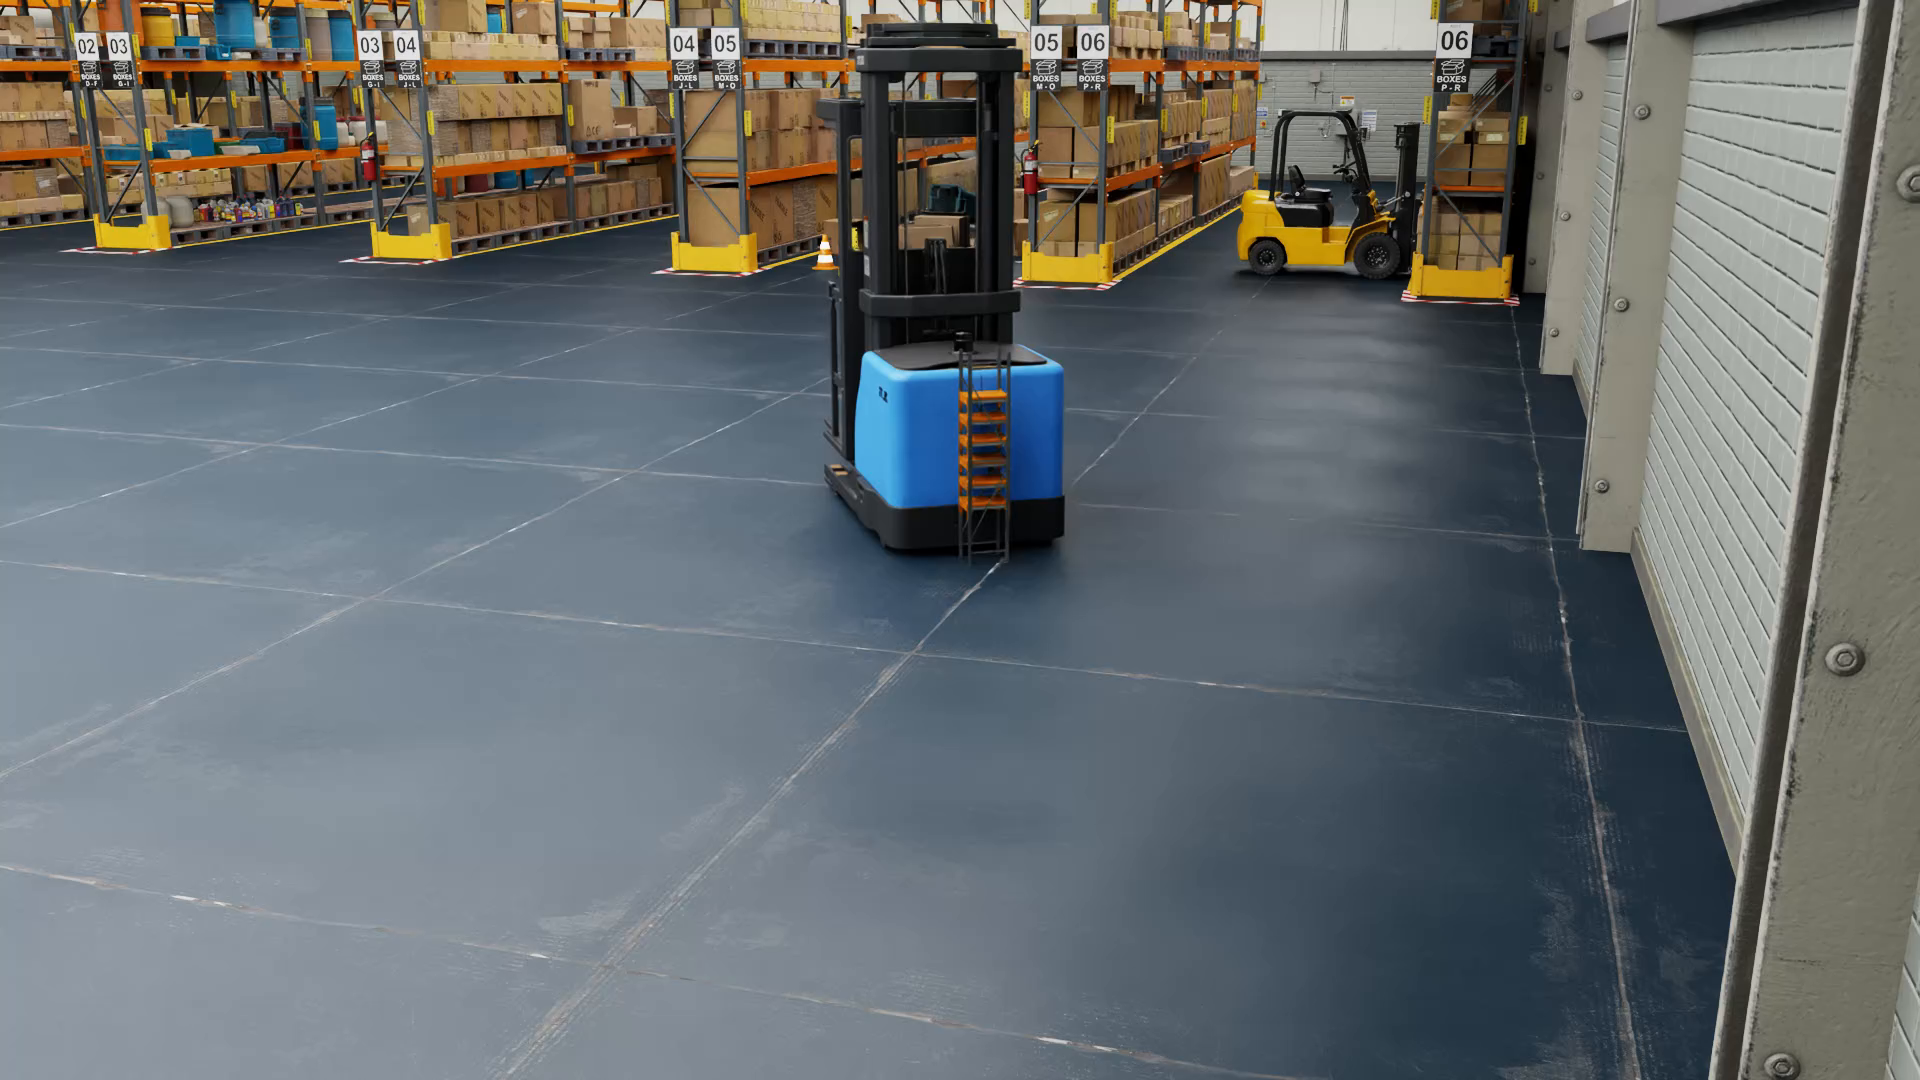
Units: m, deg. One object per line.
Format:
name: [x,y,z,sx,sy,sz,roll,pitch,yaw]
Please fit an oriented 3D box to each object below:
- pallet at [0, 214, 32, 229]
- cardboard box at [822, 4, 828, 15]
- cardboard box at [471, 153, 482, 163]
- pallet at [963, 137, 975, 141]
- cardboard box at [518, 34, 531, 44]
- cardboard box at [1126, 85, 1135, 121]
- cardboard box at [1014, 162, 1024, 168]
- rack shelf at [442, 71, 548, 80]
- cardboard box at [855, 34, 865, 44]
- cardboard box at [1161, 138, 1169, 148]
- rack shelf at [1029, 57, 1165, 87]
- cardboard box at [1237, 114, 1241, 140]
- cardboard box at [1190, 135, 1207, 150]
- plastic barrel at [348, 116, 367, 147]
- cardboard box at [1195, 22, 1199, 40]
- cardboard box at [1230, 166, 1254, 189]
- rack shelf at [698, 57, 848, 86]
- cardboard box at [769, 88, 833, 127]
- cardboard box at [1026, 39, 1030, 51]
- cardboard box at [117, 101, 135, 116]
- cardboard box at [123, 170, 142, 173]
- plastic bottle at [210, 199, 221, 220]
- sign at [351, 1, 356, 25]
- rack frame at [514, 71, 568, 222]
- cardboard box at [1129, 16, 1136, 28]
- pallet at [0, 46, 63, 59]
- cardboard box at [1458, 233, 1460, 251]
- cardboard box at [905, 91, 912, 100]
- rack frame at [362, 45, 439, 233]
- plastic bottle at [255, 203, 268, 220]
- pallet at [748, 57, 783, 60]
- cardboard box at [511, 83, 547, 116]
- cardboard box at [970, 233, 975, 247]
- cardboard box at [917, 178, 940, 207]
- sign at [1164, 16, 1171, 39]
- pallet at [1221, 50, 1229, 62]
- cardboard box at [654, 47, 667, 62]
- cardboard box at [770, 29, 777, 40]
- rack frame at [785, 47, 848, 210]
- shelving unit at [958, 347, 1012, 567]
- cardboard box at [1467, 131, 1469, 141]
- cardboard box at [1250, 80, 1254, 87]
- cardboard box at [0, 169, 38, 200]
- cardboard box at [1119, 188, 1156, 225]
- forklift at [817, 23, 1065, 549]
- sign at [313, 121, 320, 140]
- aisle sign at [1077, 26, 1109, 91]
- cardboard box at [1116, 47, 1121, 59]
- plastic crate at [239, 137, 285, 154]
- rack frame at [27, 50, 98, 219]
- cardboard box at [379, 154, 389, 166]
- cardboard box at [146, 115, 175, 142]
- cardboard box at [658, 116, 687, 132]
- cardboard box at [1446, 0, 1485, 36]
pallet: [-17.084,-5.559,29.042,1.003,0.211,1.213,5,16,16]
cardboard box: [-2.192,-7.949,24.907,0.380,0.149,0.250,5,16,16]
cardboard box: [-7.500,-5.805,25.259,0.380,0.149,0.250,5,16,16]
pallet: [-0.333,-8.057,33.091,1.003,0.211,1.213,5,16,16]
cardboard box: [-6.997,-7.902,26.240,0.380,0.149,0.250,4,16,14]
cardboard box: [2.192,-6.462,24.554,0.700,0.500,0.500,4,16,15]
cardboard box: [1.253,-8.343,37.113,0.380,0.149,0.250,5,17,17]
rack shelf: [-10.020,-9.707,34.378,1.077,0.370,4.000,5,16,16]
cardboard box: [-1.717,-8.070,26.794,0.250,0.149,0.380,5,16,16]
cardboard box: [2.985,-6.089,25.491,0.380,0.149,0.250,5,17,17]
rack shelf: [1.957,-6.462,22.935,1.077,0.370,4.000,5,16,16]
cardboard box: [5.330,-8.263,33.281,0.500,0.500,0.500,5,17,16]
cardboard box: [4.042,-6.971,29.183,0.500,0.250,0.500,4,16,15]
plastic barrel: [-11.035,-7.531,30.635,0.433,0.535,0.433,0,16,0]
cardboard box: [4.270,-9.466,31.256,0.500,0.500,0.500,4,16,15]
cardboard box: [5.843,-7.816,35.816,0.875,0.438,0.875,4,16,14]
rack shelf: [-2.818,-6.819,24.195,1.077,0.370,4.000,5,16,16]
cardboard box: [-2.432,-6.590,25.313,0.875,0.550,0.550,5,16,16]
cardboard box: [1.273,-10.856,36.468,0.500,0.250,0.500,4,16,14]
cardboard box: [-19.126,-9.697,37.756,0.500,0.500,0.500,5,16,16]
cardboard box: [-16.201,-7.101,32.609,0.500,0.311,0.500,4,16,15]
plastic bottle: [-12.580,-5.589,28.087,0.144,0.351,0.185,5,17,18]
sign: [-8.640,-7.527,23.751,0.100,0.325,0.005,5,16,16]
rack frame: [-6.973,-6.656,27.799,0.949,2.616,0.053,5,16,16]
cardboard box: [2.145,-6.946,22.325,0.380,0.149,0.250,5,17,17]
pallet: [-16.691,-8.601,29.321,1.003,0.211,1.213,5,16,16]
cardboard box: [6.140,-3.859,21.291,0.500,0.250,0.500,4,16,15]
cardboard box: [-1.250,-7.704,29.479,0.700,0.500,0.500,5,16,16]
rack frame: [-8.113,-5.610,24.111,1.000,3.000,0.127,5,16,16]
plastic bottle: [-11.828,-5.574,28.169,0.152,0.276,0.135,5,17,17]
pallet: [-4.461,-10.363,35.534,1.003,0.211,1.213,5,16,16]
cardboard box: [-6.981,-7.059,26.658,0.500,0.500,0.500,5,16,16]
cardboard box: [0.236,-4.526,25.299,0.258,0.266,0.396,-7,17,-23]
cardboard box: [-0.667,-6.457,30.907,0.500,0.500,0.500,4,16,14]
sign: [3.047,-7.540,24.470,0.100,0.325,0.005,5,16,16]
pallet: [4.585,-9.088,31.228,0.805,0.209,1.217,4,16,14]
cardboard box: [-5.740,-8.930,30.595,0.500,0.250,0.500,5,16,16]
cardboard box: [-2.767,-7.035,23.144,0.380,0.149,0.250,5,17,16]
rack frame: [-2.250,-6.245,26.351,1.000,3.000,0.127,5,16,16]
shelving unit: [0.136,-0.457,9.243,0.258,1.200,0.189,-4,16,-15]
cardboard box: [6.236,-5.126,21.034,0.380,0.149,0.250,5,16,15]
cardboard box: [5.983,-9.617,35.033,0.380,0.149,0.250,4,16,15]
cardboard box: [-16.687,-6.266,29.320,0.500,0.500,0.500,5,16,16]
cardboard box: [2.614,-4.952,24.687,0.500,0.500,0.500,4,16,15]
forklift: [-0.271,-1.717,10.510,1.130,2.935,3.031,-4,16,-15]
sign: [-11.201,-7.128,28.956,0.100,0.325,0.005,5,16,16]
aisle sign: [1.668,-6.052,20.905,0.394,0.787,0.004,5,16,16]
cardboard box: [1.891,-6.368,21.745,0.380,0.149,0.250,5,17,17]
plastic crate: [-11.779,-6.658,28.080,0.499,0.251,0.616,5,16,16]
rack frame: [-16.473,-7.426,30.512,1.000,3.000,0.127,5,16,16]
cardboard box: [-13.671,-9.021,39.906,0.797,0.503,0.637,5,16,16]
cardboard box: [-15.798,-8.080,32.636,0.500,0.500,0.500,4,16,13]
cardboard box: [-5.441,-7.857,31.850,0.500,0.500,0.500,5,17,18]
cardboard box: [6.040,-6.333,20.029,0.500,0.500,0.500,5,17,18]
